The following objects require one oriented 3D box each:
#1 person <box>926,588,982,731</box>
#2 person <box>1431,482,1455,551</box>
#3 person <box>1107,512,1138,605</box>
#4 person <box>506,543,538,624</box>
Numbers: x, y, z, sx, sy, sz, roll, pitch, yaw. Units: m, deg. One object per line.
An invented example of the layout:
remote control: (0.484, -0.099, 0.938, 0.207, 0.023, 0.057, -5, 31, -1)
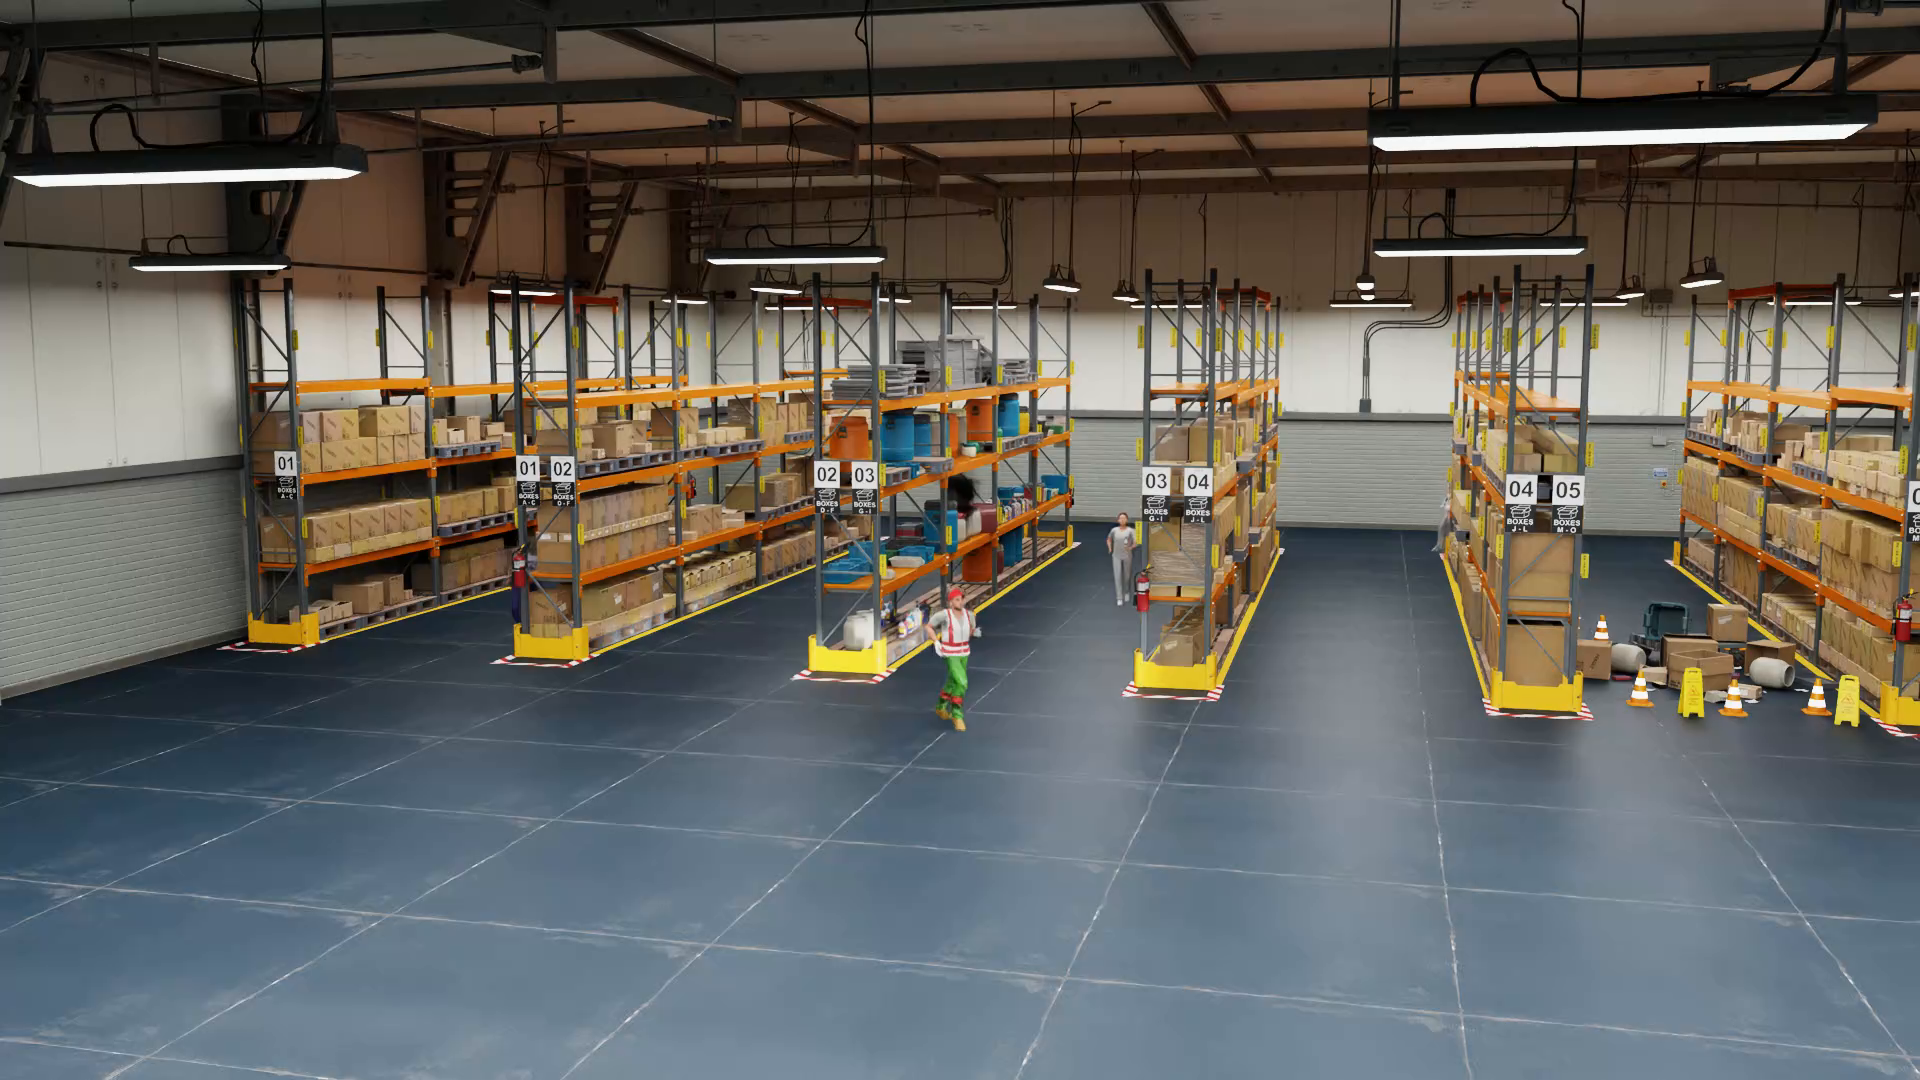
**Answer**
person: (-0.050, 1.542, 21.646, 0.606, 1.852, 0.783, -6, 9, -40)
person: (11.660, -0.525, 39.328, 0.854, 1.702, 0.639, 0, 7, 3)
person: (2.899, 0.325, 29.811, 0.573, 1.643, 0.713, 1, 7, 11)
person: (-7.461, 0.805, 28.441, 0.613, 1.599, 0.688, 1, 7, 9)
